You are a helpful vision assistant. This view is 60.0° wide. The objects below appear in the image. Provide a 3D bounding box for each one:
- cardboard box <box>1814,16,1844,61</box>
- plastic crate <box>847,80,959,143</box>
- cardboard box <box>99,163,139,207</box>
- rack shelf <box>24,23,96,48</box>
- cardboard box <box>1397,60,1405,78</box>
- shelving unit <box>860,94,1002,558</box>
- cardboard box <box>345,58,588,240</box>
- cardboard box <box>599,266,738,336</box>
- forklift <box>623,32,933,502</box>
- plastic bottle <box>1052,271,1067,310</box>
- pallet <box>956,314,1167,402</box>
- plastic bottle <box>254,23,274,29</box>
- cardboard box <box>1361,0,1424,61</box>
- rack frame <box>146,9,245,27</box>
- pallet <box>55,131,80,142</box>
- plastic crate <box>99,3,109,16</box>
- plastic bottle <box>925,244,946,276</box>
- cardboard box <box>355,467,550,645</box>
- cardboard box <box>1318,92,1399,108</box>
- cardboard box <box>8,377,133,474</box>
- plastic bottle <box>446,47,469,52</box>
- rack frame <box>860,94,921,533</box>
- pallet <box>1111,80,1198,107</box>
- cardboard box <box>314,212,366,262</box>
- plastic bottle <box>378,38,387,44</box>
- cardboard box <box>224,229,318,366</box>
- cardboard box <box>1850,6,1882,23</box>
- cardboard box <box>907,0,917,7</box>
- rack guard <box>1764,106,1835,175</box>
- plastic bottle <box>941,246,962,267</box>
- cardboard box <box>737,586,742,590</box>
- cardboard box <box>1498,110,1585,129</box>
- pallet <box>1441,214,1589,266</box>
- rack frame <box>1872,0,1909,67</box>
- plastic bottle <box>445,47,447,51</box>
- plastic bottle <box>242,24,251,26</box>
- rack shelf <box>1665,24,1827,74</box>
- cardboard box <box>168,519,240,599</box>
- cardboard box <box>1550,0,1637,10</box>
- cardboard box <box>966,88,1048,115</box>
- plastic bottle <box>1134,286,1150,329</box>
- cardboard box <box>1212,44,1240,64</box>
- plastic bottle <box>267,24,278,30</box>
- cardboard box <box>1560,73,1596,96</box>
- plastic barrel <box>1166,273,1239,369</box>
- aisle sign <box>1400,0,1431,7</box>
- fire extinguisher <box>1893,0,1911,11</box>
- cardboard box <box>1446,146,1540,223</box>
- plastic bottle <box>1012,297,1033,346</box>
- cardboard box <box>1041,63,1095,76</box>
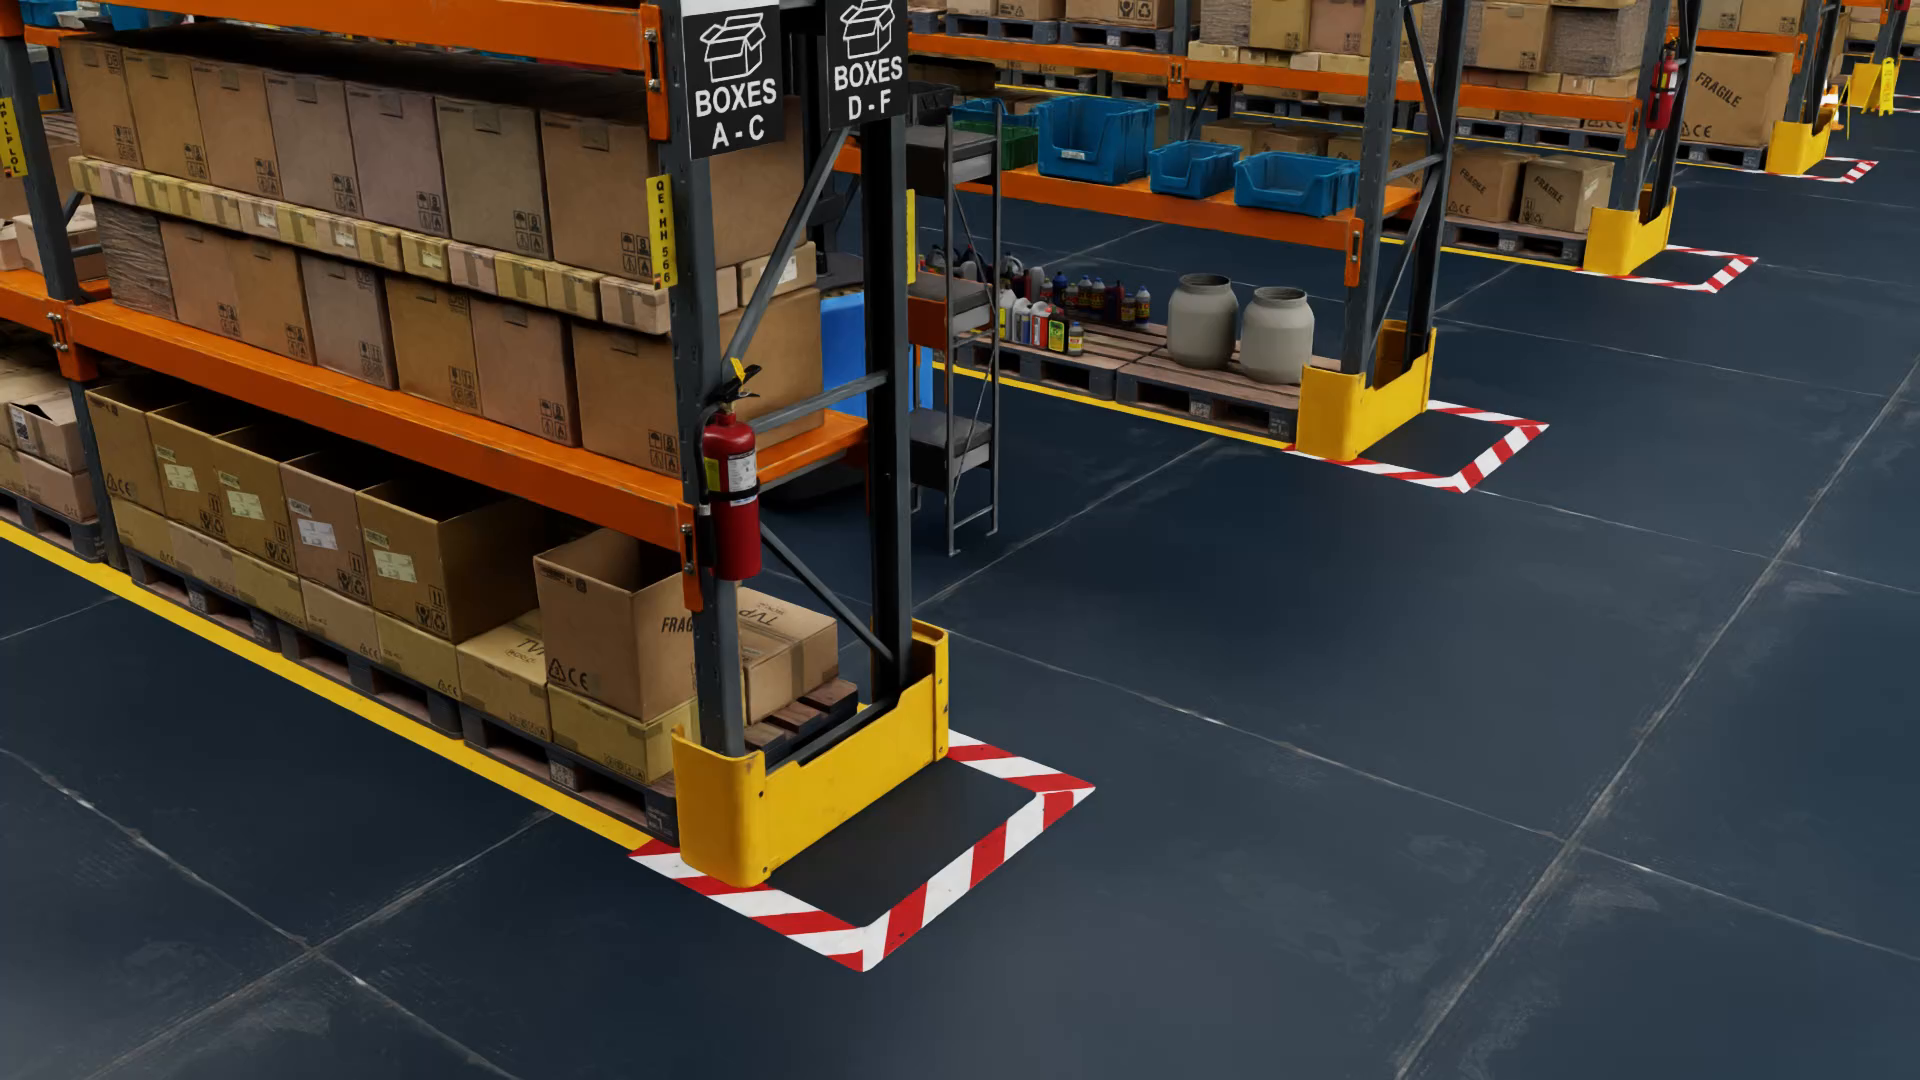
[{"bbox_3d":[10.565,-6.206,20.573,0.500,0.500,0.500,17,29,34],"label":"cardboard box"},{"bbox_3d":[-0.409,-2.795,10.950,0.504,0.338,0.767,17,29,33],"label":"plastic crate"},{"bbox_3d":[-3.426,-1.548,7.115,0.250,0.149,0.380,17,29,34],"label":"cardboard box"},{"bbox_3d":[-8.754,-5.080,16.951,4.000,0.370,1.077,17,29,33],"label":"rack shelf"},{"bbox_3d":[3.646,-3.921,13.740,0.250,0.149,0.380,17,29,33],"label":"cardboard box"},{"bbox_3d":[-0.132,-1.001,7.917,0.503,2.100,0.431,17,29,33],"label":"shelving unit"},{"bbox_3d":[-1.761,-1.443,6.071,0.500,0.500,0.700,17,29,33],"label":"cardboard box"},{"bbox_3d":[-0.945,-0.800,5.417,0.250,0.149,0.380,16,29,32],"label":"cardboard box"},{"bbox_3d":[-1.448,-2.060,9.290,1.130,2.935,3.031,-18,30,-35],"label":"forklift"},{"bbox_3d":[0.669,-1.671,11.161,0.097,0.271,0.097,0,24,0],"label":"plastic bottle"},{"bbox_3d":[0.741,-1.244,10.812,1.213,0.211,1.003,17,29,33],"label":"pallet"},{"bbox_3d":[-6.179,-4.459,14.804,0.135,0.276,0.152,17,29,33],"label":"plastic bottle"},{"bbox_3d":[3.756,-4.287,13.767,0.500,0.500,0.875,17,29,33],"label":"cardboard box"},{"bbox_3d":[-7.153,-4.925,15.709,0.127,3.000,1.000,17,29,33],"label":"rack frame"},{"bbox_3d":[-8.745,-4.109,17.315,1.213,0.211,1.003,17,29,33],"label":"pallet"},{"bbox_3d":[-8.557,-5.430,16.986,0.300,0.233,0.416,17,29,33],"label":"plastic crate"},{"bbox_3d":[-0.150,-1.871,11.515,0.185,0.351,0.144,17,29,33],"label":"plastic bottle"},{"bbox_3d":[-1.941,0.026,6.430,0.500,0.500,0.500,17,29,33],"label":"cardboard box"},{"bbox_3d":[4.724,-5.448,19.165,0.750,0.750,1.050,17,29,33],"label":"cardboard box"},{"bbox_3d":[-4.222,-0.590,8.062,0.500,0.311,0.500,17,29,33],"label":"cardboard box"},{"bbox_3d":[-4.196,-4.061,13.901,0.135,0.276,0.152,17,29,33],"label":"plastic bottle"},{"bbox_3d":[-0.328,-1.060,8.051,0.015,2.100,0.400,17,29,33],"label":"rack frame"},{"bbox_3d":[2.659,-5.641,20.791,1.213,0.211,1.003,17,29,33],"label":"pallet"},{"bbox_3d":[-2.187,-1.174,6.266,0.250,0.149,0.380,16,29,33],"label":"cardboard box"},{"bbox_3d":[-5.106,-4.424,14.731,0.097,0.271,0.097,0,24,0],"label":"plastic bottle"},{"bbox_3d":[-2.542,-1.086,6.871,0.500,0.500,0.700,17,29,34],"label":"cardboard box"},{"bbox_3d":[13.365,-7.726,24.333,0.500,0.250,0.500,16,29,33],"label":"cardboard box"},{"bbox_3d":[-0.526,-5.676,16.768,0.500,0.500,0.500,13,27,27],"label":"cardboard box"},{"bbox_3d":[8.494,-4.048,16.817,0.348,0.500,1.175,17,29,33],"label":"rack guard"},{"bbox_3d":[-0.064,-1.917,11.621,0.185,0.351,0.144,16,28,32],"label":"plastic bottle"},{"bbox_3d":[-1.223,0.319,6.696,0.500,0.250,0.500,17,29,33],"label":"cardboard box"},{"bbox_3d":[6.459,-4.993,17.977,0.875,0.875,0.875,17,29,34],"label":"cardboard box"},{"bbox_3d":[4.730,-2.572,13.825,1.213,0.211,1.003,17,29,33],"label":"pallet"},{"bbox_3d":[11.363,-6.819,20.006,0.127,3.000,1.000,17,29,33],"label":"rack frame"},{"bbox_3d":[-4.341,-4.208,14.225,0.133,0.283,0.061,17,29,33],"label":"plastic bottle"},{"bbox_3d":[-6.271,-4.410,14.692,0.135,0.276,0.152,17,29,33],"label":"plastic bottle"},{"bbox_3d":[6.875,-5.352,17.569,4.000,0.370,1.077,17,29,33],"label":"rack shelf"},{"bbox_3d":[-3.139,0.005,7.408,0.500,0.250,0.500,17,29,33],"label":"cardboard box"},{"bbox_3d":[4.831,-4.314,12.589,0.500,0.500,0.500,17,29,33],"label":"cardboard box"},{"bbox_3d":[0.475,-4.193,16.601,0.500,0.500,0.700,20,31,38],"label":"cardboard box"},{"bbox_3d":[1.185,-1.515,10.807,0.097,0.271,0.097,0,24,0],"label":"plastic bottle"},{"bbox_3d":[2.403,-4.260,14.510,0.250,0.149,0.380,17,29,33],"label":"cardboard box"},{"bbox_3d":[-6.308,-4.740,15.348,0.185,0.351,0.144,17,29,33],"label":"plastic bottle"},{"bbox_3d":[4.868,-3.570,12.943,0.250,0.149,0.380,17,29,33],"label":"cardboard box"},{"bbox_3d":[1.475,-1.333,10.120,0.421,0.512,0.421,0,24,0],"label":"plastic barrel"},{"bbox_3d":[2.328,-3.100,8.341,0.004,0.787,0.394,17,29,33],"label":"aisle sign"},{"bbox_3d":[11.178,-6.607,19.621,0.183,0.674,0.296,17,29,33],"label":"fire extinguisher"},{"bbox_3d":[4.431,-2.960,13.827,0.500,0.500,0.500,-17,29,-34],"label":"cardboard box"},{"bbox_3d":[0.420,-1.385,10.505,0.135,0.276,0.152,16,28,32],"label":"plastic bottle"},{"bbox_3d":[1.390,-6.255,21.306,0.500,0.500,0.500,17,29,33],"label":"cardboard box"}]
